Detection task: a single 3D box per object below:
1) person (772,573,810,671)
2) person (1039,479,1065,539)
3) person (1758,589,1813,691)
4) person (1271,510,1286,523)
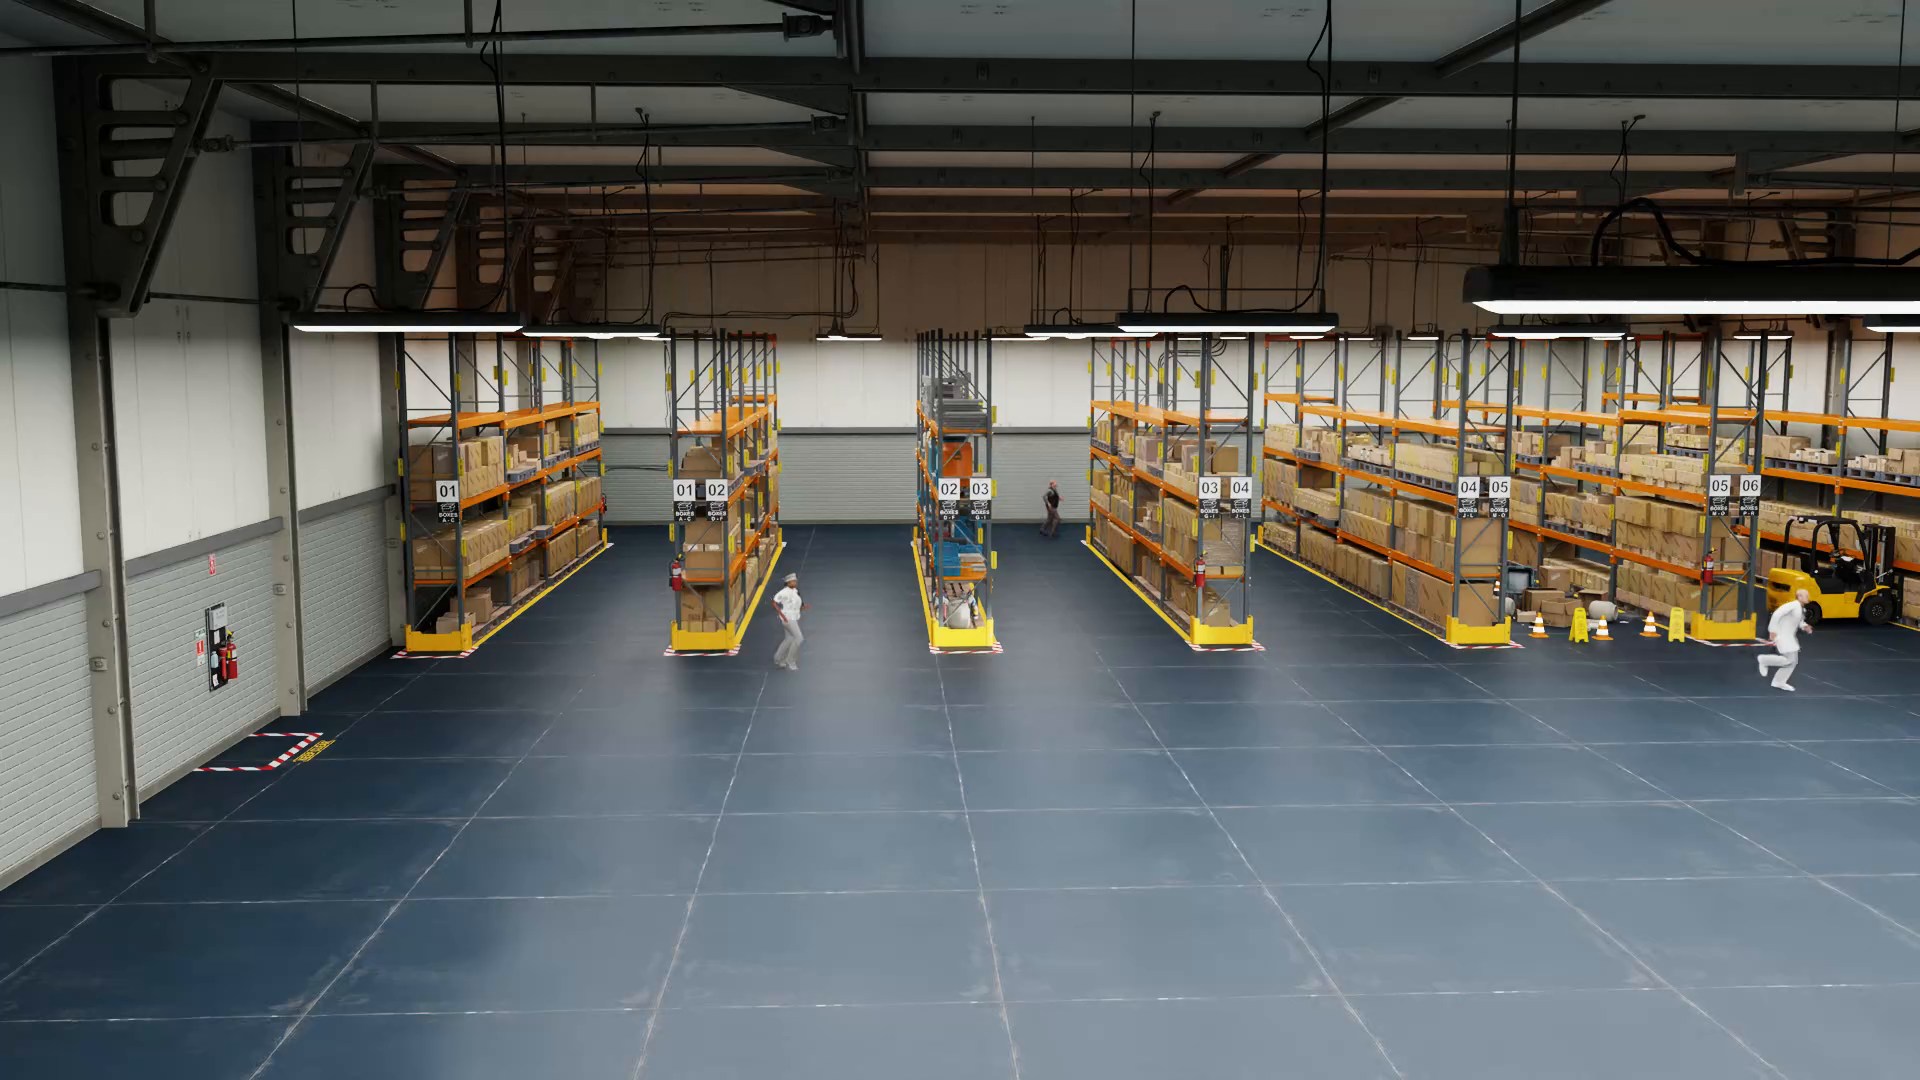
[{"bbox_3d":[-2.980,1.443,29.355,0.709,1.733,0.551,2,7,18],"label":"person"},{"bbox_3d":[2.705,-0.907,49.113,0.779,1.785,0.642,2,7,16],"label":"person"},{"bbox_3d":[13.734,1.639,27.678,0.793,1.711,0.701,6,9,40],"label":"person"},{"bbox_3d":[9.490,-0.841,48.909,0.683,1.743,0.606,-1,7,-10],"label":"person"}]
